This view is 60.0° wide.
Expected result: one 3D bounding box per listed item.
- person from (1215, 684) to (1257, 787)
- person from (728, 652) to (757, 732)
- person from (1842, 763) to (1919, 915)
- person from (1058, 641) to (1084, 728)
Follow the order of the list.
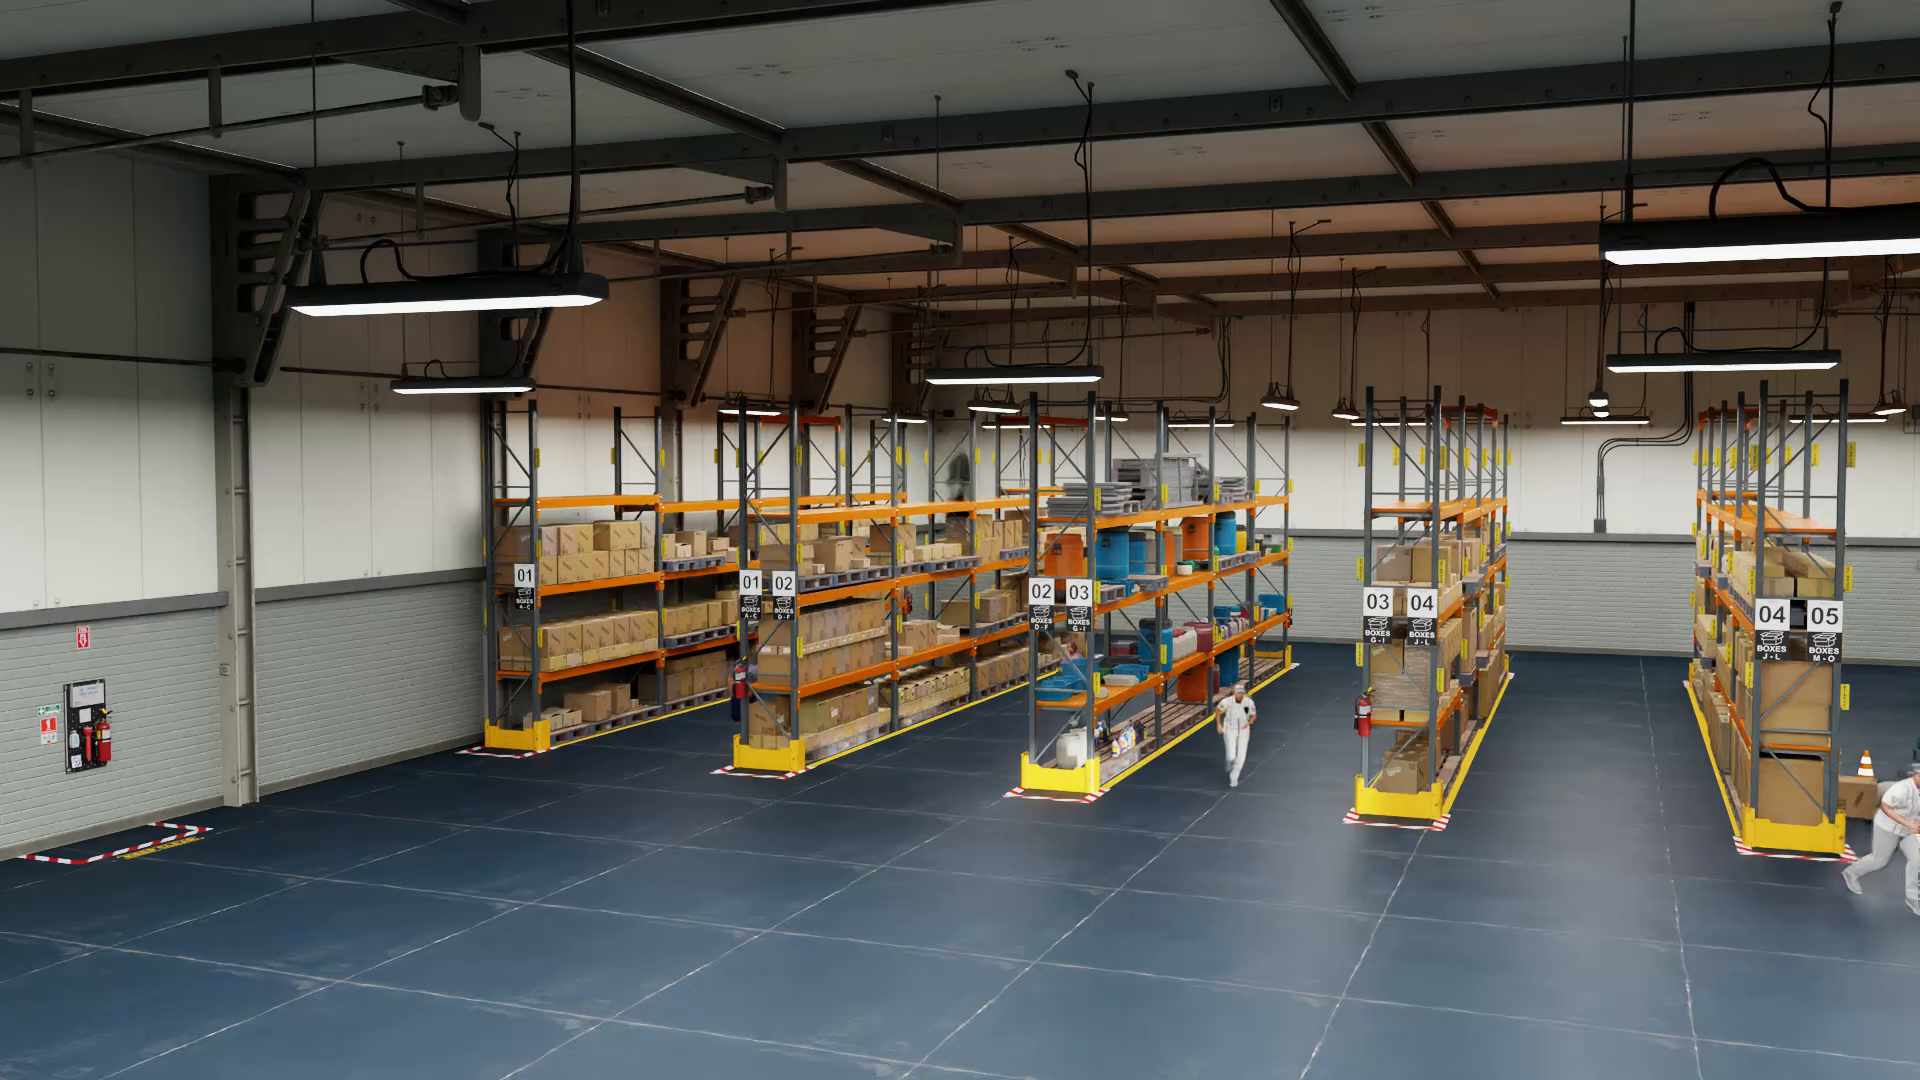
[{"bbox_3d":[4.221,2.974,25.404,0.596,1.598,0.705,0,3,-2],"label":"person"},{"bbox_3d":[-3.837,2.754,29.512,0.603,1.617,0.535,0,3,8],"label":"person"},{"bbox_3d":[10.388,3.274,18.594,0.703,1.720,1.024,-2,3,-29],"label":"person"},{"bbox_3d":[2.080,2.679,30.859,0.508,1.604,0.667,2,3,28],"label":"person"}]
